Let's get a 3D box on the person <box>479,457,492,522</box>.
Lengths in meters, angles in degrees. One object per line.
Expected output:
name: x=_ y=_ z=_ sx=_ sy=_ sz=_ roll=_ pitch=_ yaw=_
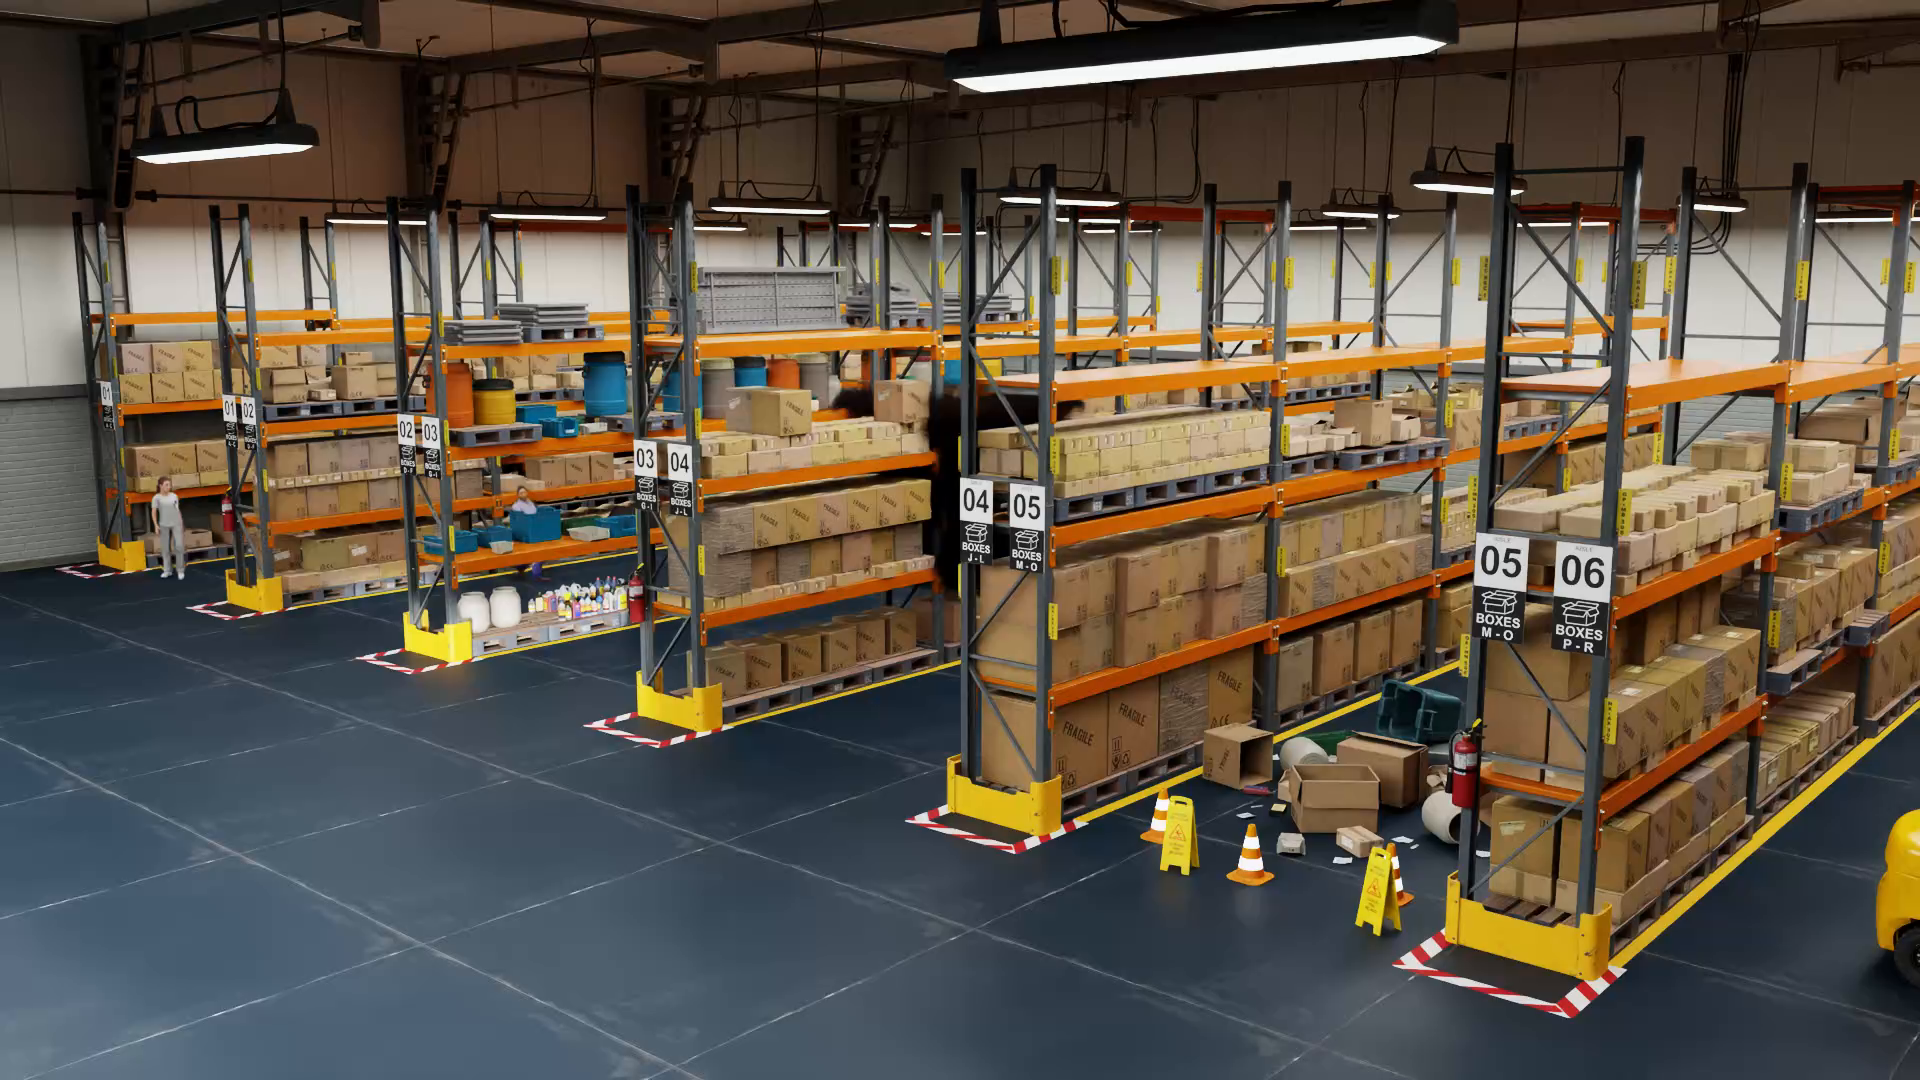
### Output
person: x=-9.049 y=-0.921 z=31.695 sx=0.569 sy=1.737 sz=0.419 roll=-1 pitch=10 yaw=-7

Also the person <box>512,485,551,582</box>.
person: x=-7.017 y=-0.097 z=27.119 sx=0.622 sy=1.584 sz=0.451 roll=0 pitch=9 yaw=2

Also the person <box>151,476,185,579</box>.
person: x=-13.061 y=-0.193 z=27.446 sx=0.483 sy=1.709 sz=0.506 roll=-4 pitch=10 yaw=-23
